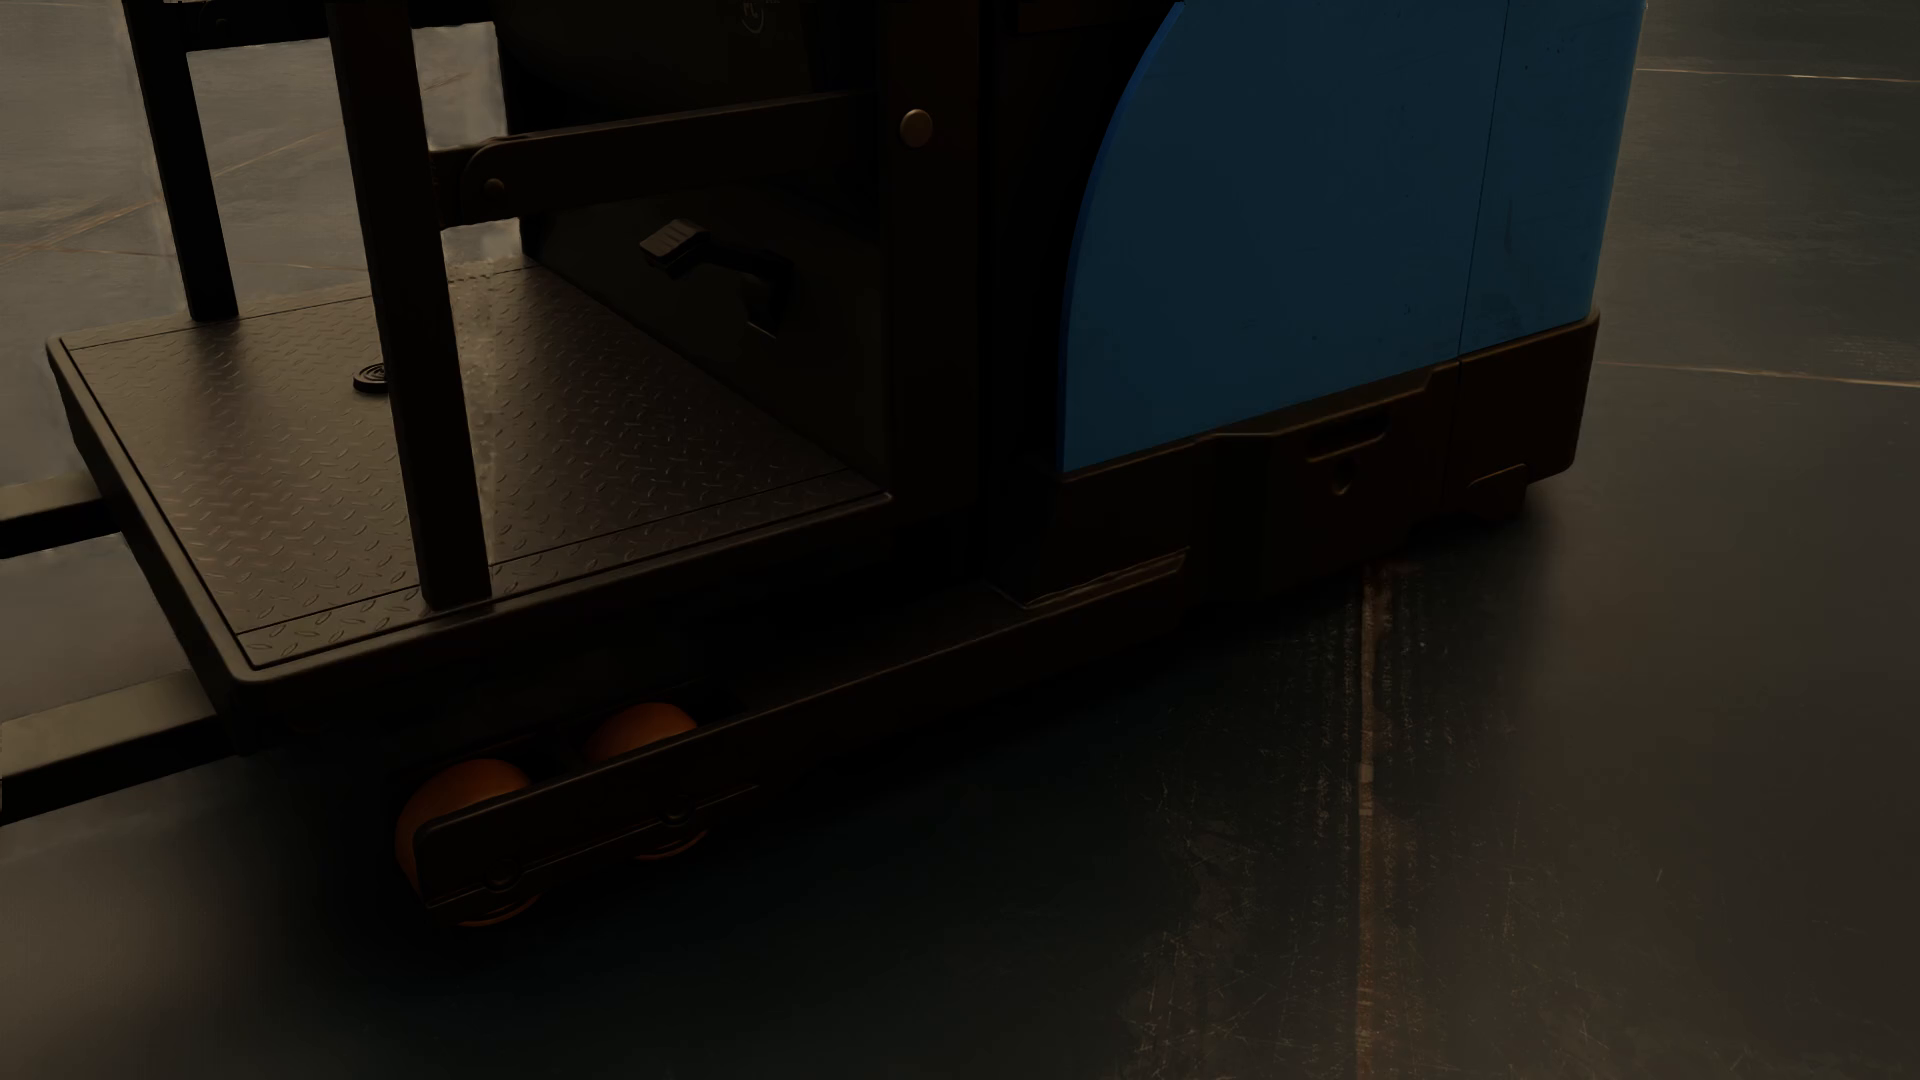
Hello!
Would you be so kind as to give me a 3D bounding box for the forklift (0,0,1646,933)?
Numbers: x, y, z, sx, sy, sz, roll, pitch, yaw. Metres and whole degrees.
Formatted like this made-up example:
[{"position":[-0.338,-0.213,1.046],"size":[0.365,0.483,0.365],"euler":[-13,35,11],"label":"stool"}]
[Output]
[{"position":[-0.542,-1.183,1.591],"size":[3.031,2.935,1.130],"euler":[-17,31,-30],"label":"forklift"}]
